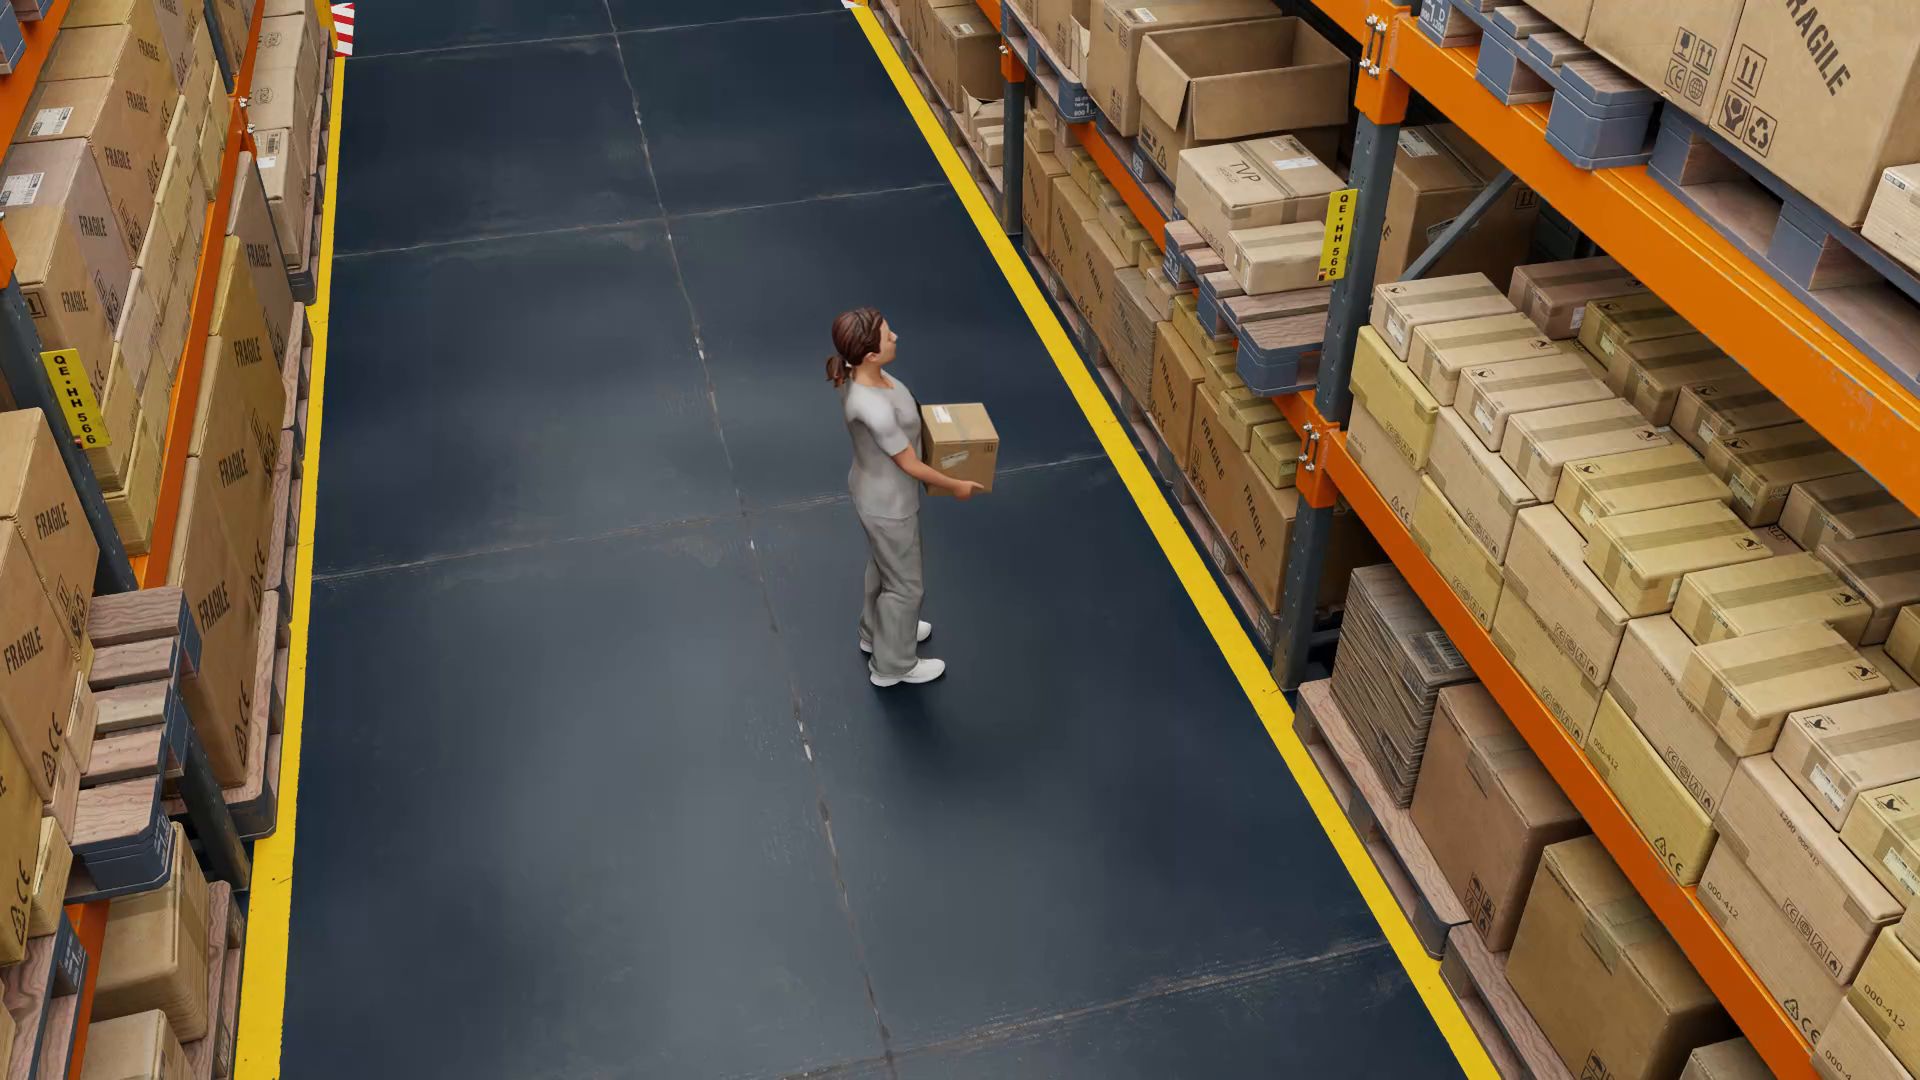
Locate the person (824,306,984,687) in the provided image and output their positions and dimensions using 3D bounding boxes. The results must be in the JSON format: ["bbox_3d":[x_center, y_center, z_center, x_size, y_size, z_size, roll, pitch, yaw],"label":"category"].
[{"bbox_3d":[-0.215,-0.170,6.378,0.562,1.662,0.437,-9,39,-11],"label":"person"}]
